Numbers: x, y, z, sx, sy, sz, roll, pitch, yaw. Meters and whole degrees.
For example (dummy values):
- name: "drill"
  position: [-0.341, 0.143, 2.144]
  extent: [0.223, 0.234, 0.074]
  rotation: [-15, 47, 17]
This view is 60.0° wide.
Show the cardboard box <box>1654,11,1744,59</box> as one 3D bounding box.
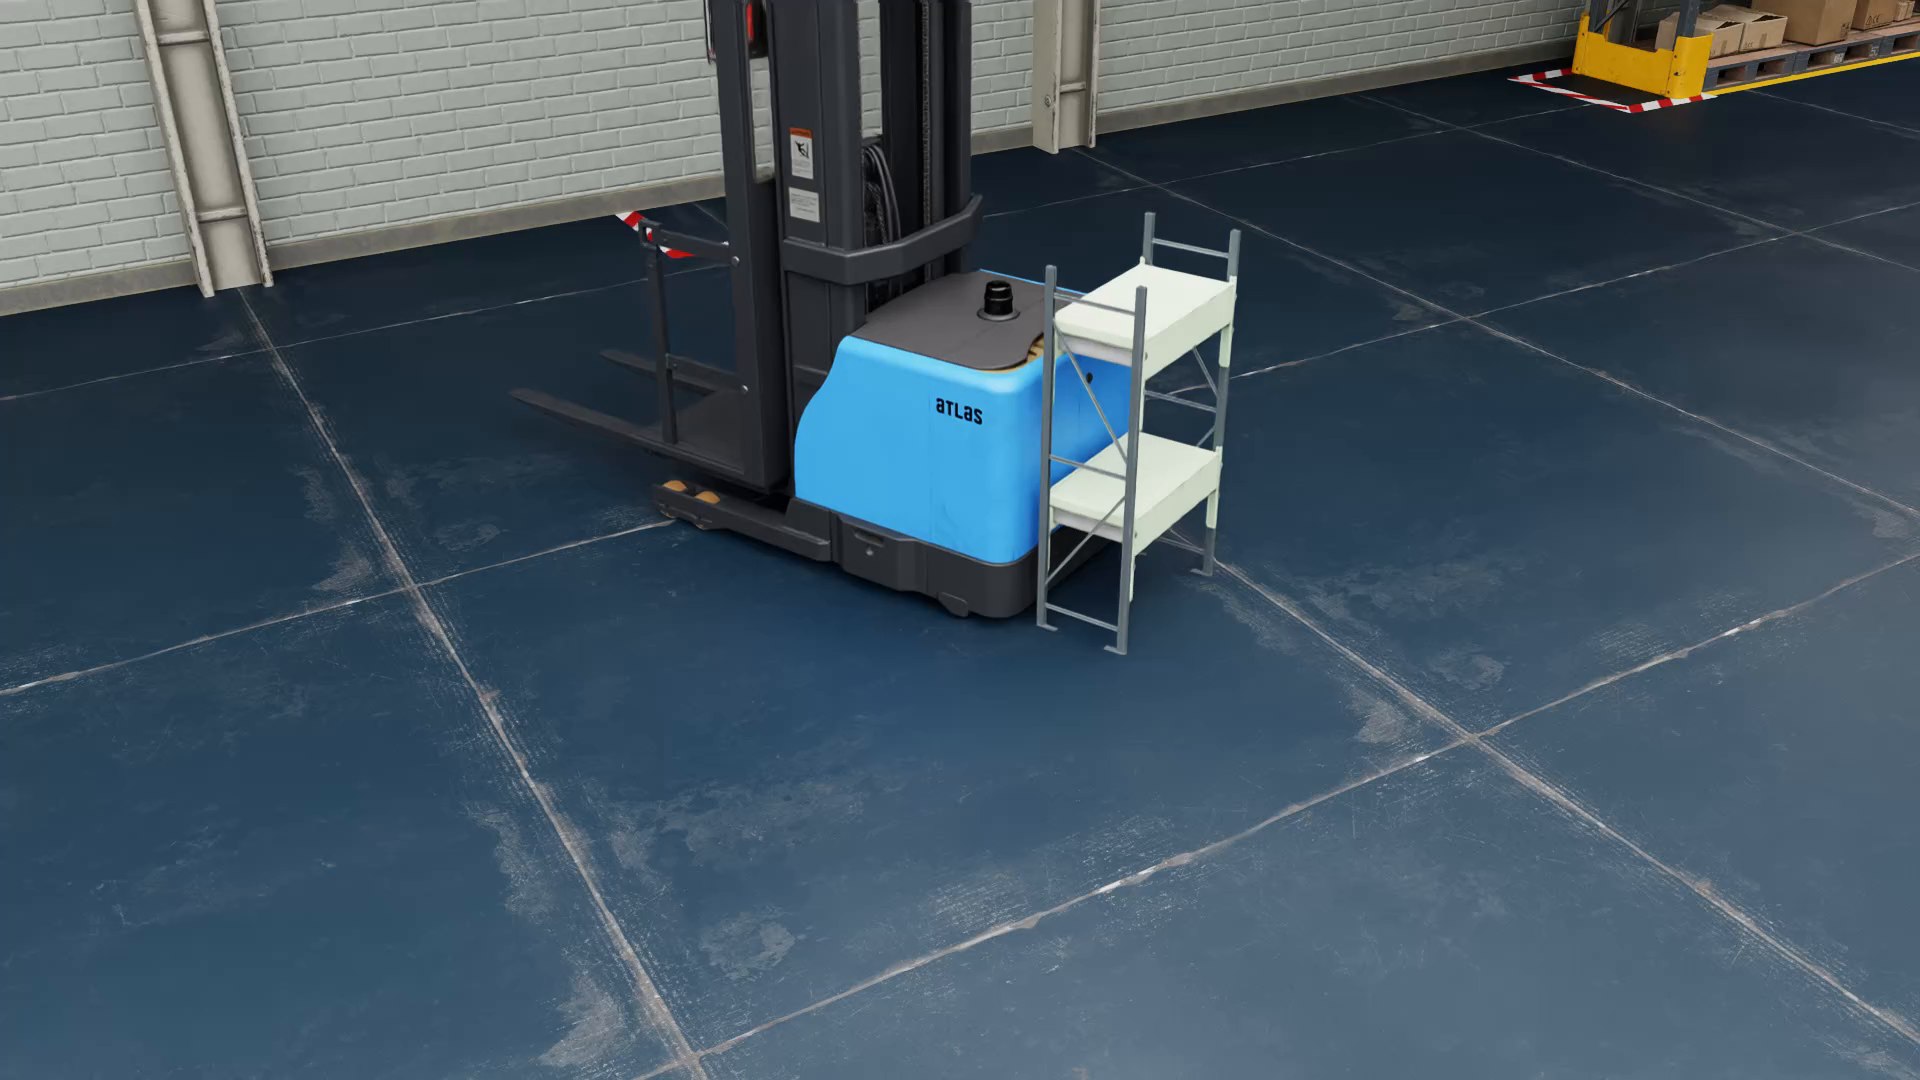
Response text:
- name: "cardboard box"
  position: [6.439, -4.417, 14.477]
  extent: [0.500, 0.311, 0.500]
  rotation: [-20, 35, -32]

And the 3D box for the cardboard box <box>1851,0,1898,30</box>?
- name: "cardboard box"
  position: [8.371, -5.076, 15.476]
  extent: [0.500, 0.500, 0.500]
  rotation: [-19, 34, -30]

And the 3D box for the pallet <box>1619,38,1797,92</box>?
- name: "pallet"
  position: [6.580, -4.252, 14.736]
  extent: [1.213, 0.211, 1.003]
  rotation: [-16, 33, -26]

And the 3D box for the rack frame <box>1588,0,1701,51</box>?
- name: "rack frame"
  position: [5.796, -5.270, 13.695]
  extent: [0.127, 3.000, 1.000]
  rotation: [-16, 33, -26]

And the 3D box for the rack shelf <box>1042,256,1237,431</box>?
- name: "rack shelf"
  position: [0.681, -0.753, 6.254]
  extent: [0.431, 0.370, 0.720]
  rotation: [18, 34, 29]

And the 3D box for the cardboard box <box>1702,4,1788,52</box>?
- name: "cardboard box"
  position: [6.930, -4.557, 14.730]
  extent: [0.500, 0.311, 0.500]
  rotation: [-13, 31, -22]

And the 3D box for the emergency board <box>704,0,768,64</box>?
- name: "emergency board"
  position: [-1.361, -3.744, 10.929]
  extent: [0.643, 1.169, 0.194]
  rotation: [-16, 33, -26]

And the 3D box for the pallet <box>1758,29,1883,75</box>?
- name: "pallet"
  position: [7.631, -4.548, 15.273]
  extent: [1.213, 0.211, 1.003]
  rotation: [-16, 33, -26]

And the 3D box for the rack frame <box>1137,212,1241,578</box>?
- name: "rack frame"
  position: [0.887, -0.557, 6.708]
  extent: [0.400, 1.500, 0.023]
  rotation: [18, 34, 29]

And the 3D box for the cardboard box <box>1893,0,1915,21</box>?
- name: "cardboard box"
  position: [8.799, -5.058, 15.787]
  extent: [0.250, 0.166, 0.380]
  rotation: [-21, 35, -33]

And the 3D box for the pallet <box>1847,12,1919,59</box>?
- name: "pallet"
  position: [8.684, -4.849, 15.818]
  extent: [1.213, 0.211, 1.003]
  rotation: [-16, 33, -26]

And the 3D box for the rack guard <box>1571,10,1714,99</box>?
- name: "rack guard"
  position: [5.862, -4.194, 14.332]
  extent: [0.348, 0.500, 1.175]
  rotation: [-16, 33, -26]

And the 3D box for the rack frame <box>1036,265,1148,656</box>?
- name: "rack frame"
  position: [0.475, -0.265, 6.178]
  extent: [0.400, 1.500, 0.023]
  rotation: [18, 34, 29]

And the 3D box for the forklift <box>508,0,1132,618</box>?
- name: "forklift"
  position: [-0.765, -1.518, 6.967]
  extent: [3.031, 2.935, 1.130]
  rotation: [19, 34, 30]

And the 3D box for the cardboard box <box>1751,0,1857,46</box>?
- name: "cardboard box"
  position: [7.588, -4.798, 14.972]
  extent: [0.500, 0.500, 0.700]
  rotation: [-18, 34, -29]

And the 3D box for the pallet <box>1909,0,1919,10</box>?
- name: "pallet"
  position: [9.916, -5.219, 16.489]
  extent: [1.213, 0.211, 1.003]
  rotation: [-16, 33, -26]

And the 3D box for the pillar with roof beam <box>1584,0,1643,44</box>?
- name: "pillar with roof beam"
  position: [8.143, -6.635, 9.959]
  extent: [0.400, 9.000, 9.100]
  rotation: [-16, 33, -26]

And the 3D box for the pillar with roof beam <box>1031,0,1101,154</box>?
- name: "pillar with roof beam"
  position: [2.970, -5.166, 7.298]
  extent: [0.400, 9.000, 9.100]
  rotation: [-16, 33, -26]

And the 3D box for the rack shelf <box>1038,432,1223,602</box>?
- name: "rack shelf"
  position: [0.681, -0.126, 6.600]
  extent: [0.431, 0.370, 0.720]
  rotation: [18, 34, 29]

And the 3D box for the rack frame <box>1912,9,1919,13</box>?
- name: "rack frame"
  position: [9.245, -6.249, 15.469]
  extent: [0.127, 3.000, 1.000]
  rotation: [-16, 33, -26]

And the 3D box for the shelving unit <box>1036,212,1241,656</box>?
- name: "shelving unit"
  position: [0.681, -0.411, 6.443]
  extent: [0.431, 1.500, 0.755]
  rotation: [18, 34, 29]

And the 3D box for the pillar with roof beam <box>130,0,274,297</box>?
- name: "pillar with roof beam"
  position: [-2.203, -3.697, 4.636]
  extent: [0.400, 9.000, 9.100]
  rotation: [-16, 33, -26]
